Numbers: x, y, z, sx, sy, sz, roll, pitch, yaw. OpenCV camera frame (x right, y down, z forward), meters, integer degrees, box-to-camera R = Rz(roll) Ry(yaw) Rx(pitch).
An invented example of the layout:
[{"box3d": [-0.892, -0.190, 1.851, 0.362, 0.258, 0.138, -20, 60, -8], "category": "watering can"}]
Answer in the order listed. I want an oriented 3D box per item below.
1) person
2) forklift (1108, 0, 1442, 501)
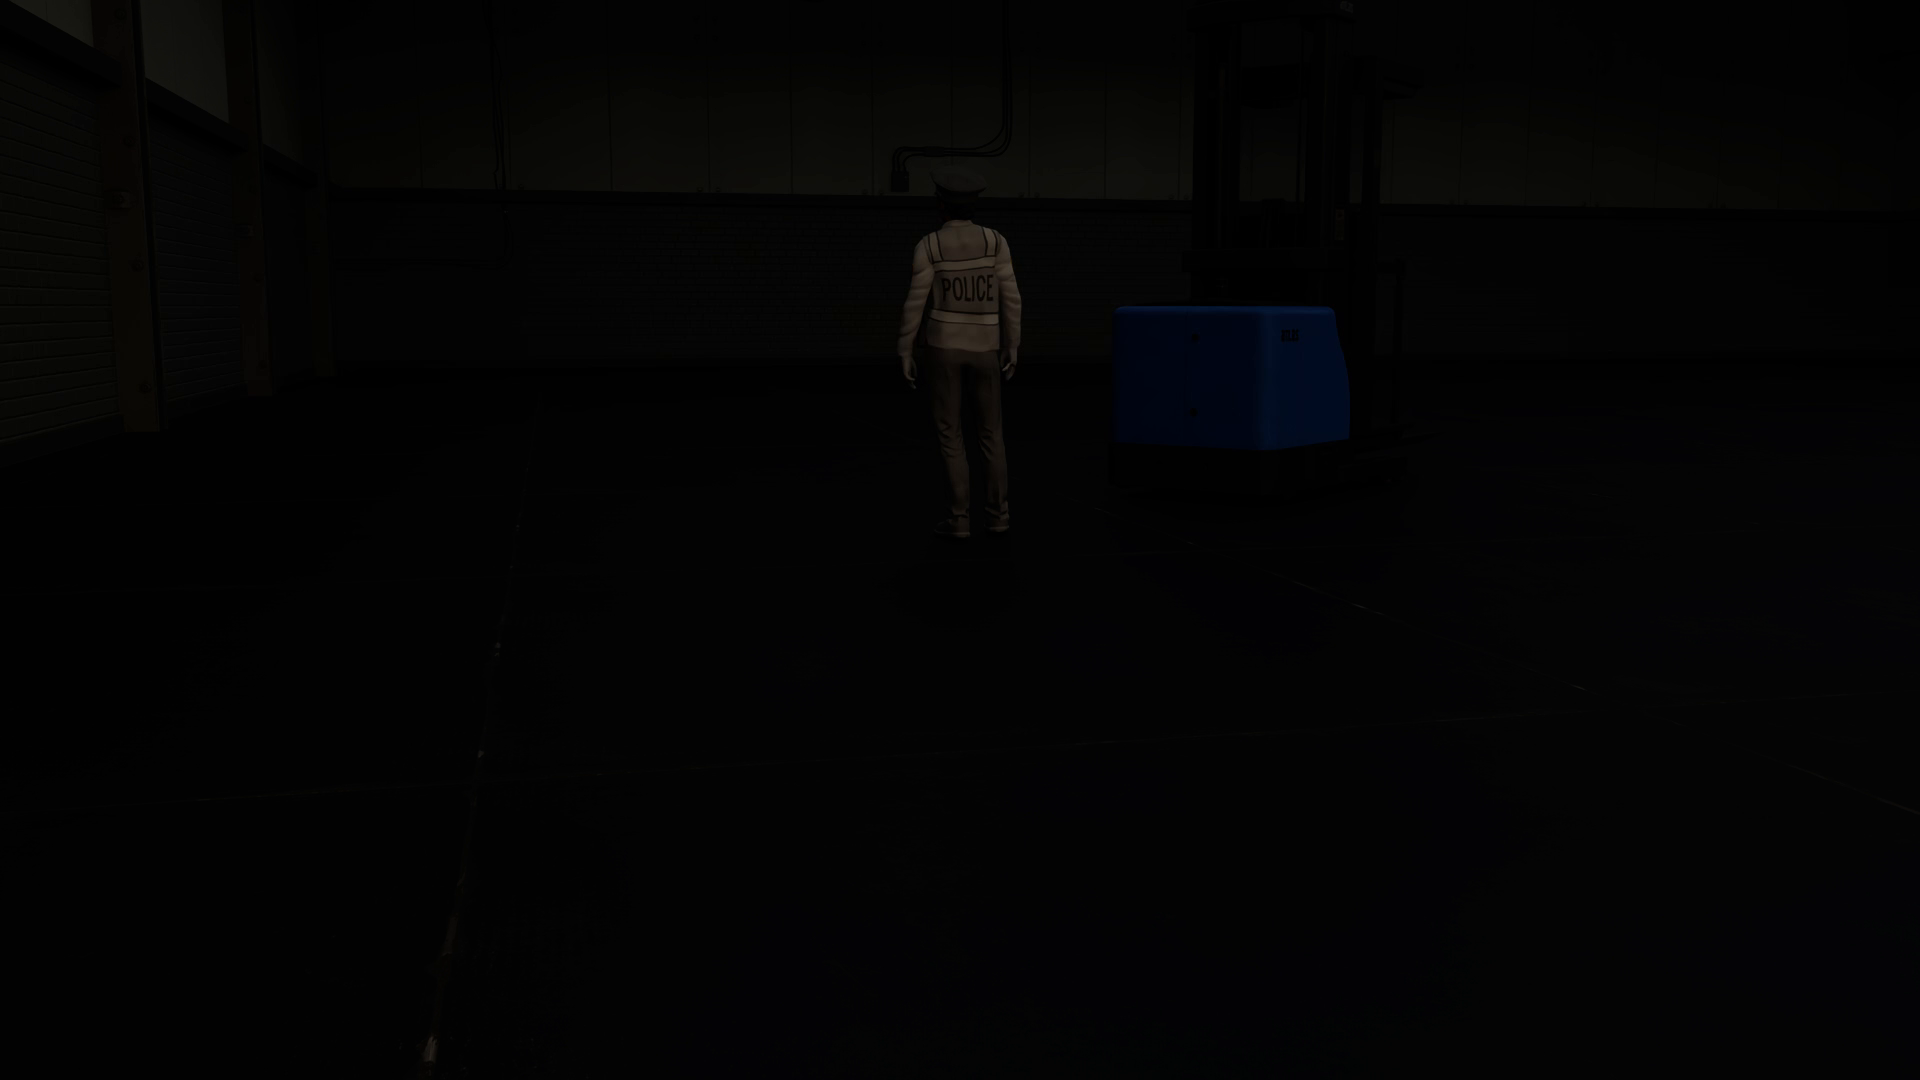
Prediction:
[{"box3d": [-0.010, -0.856, 7.655, 0.587, 1.696, 0.534, -2, 8, -13], "category": "person"}, {"box3d": [2.120, -1.824, 10.161, 1.130, 2.935, 3.031, 6, 10, 36], "category": "forklift"}]
